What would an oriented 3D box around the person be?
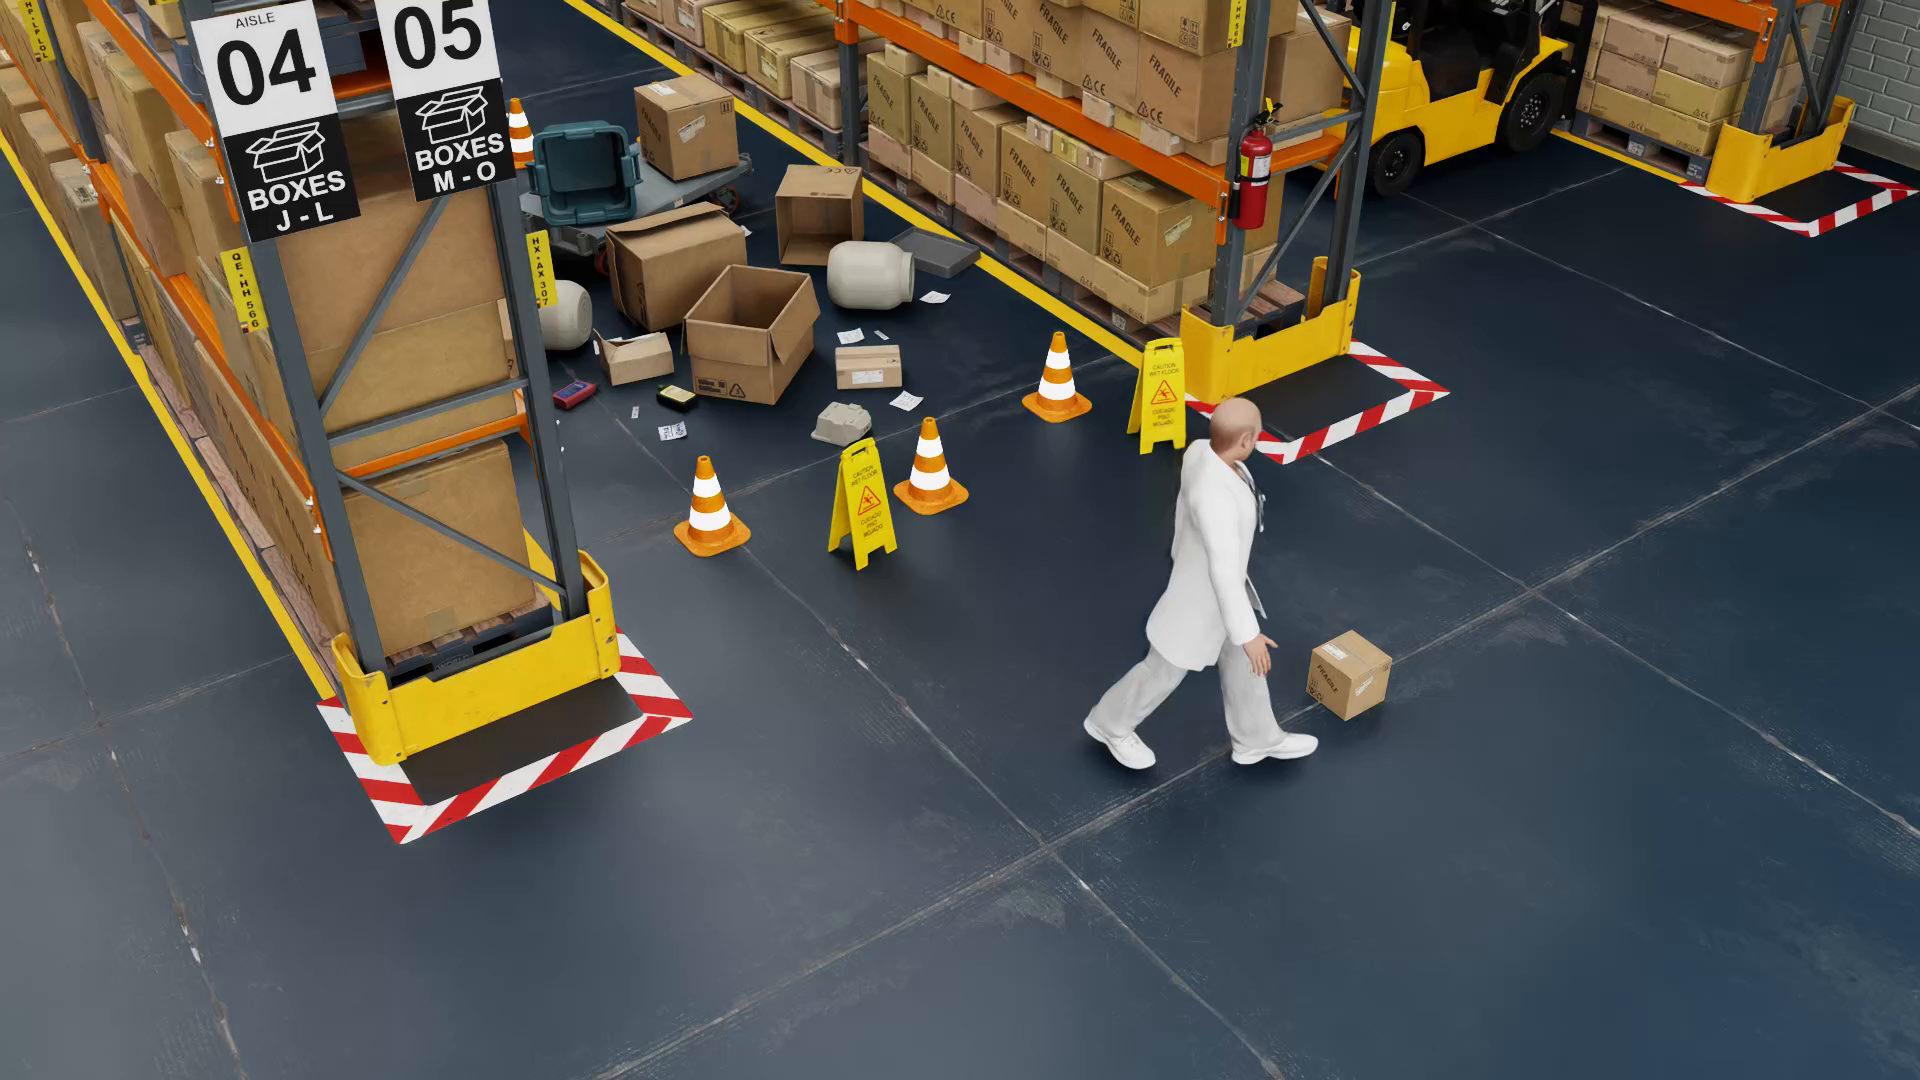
[{"bbox_3d":[1.025,0.239,6.686,1.002,1.742,0.650,8,37,10],"label":"person"}]
